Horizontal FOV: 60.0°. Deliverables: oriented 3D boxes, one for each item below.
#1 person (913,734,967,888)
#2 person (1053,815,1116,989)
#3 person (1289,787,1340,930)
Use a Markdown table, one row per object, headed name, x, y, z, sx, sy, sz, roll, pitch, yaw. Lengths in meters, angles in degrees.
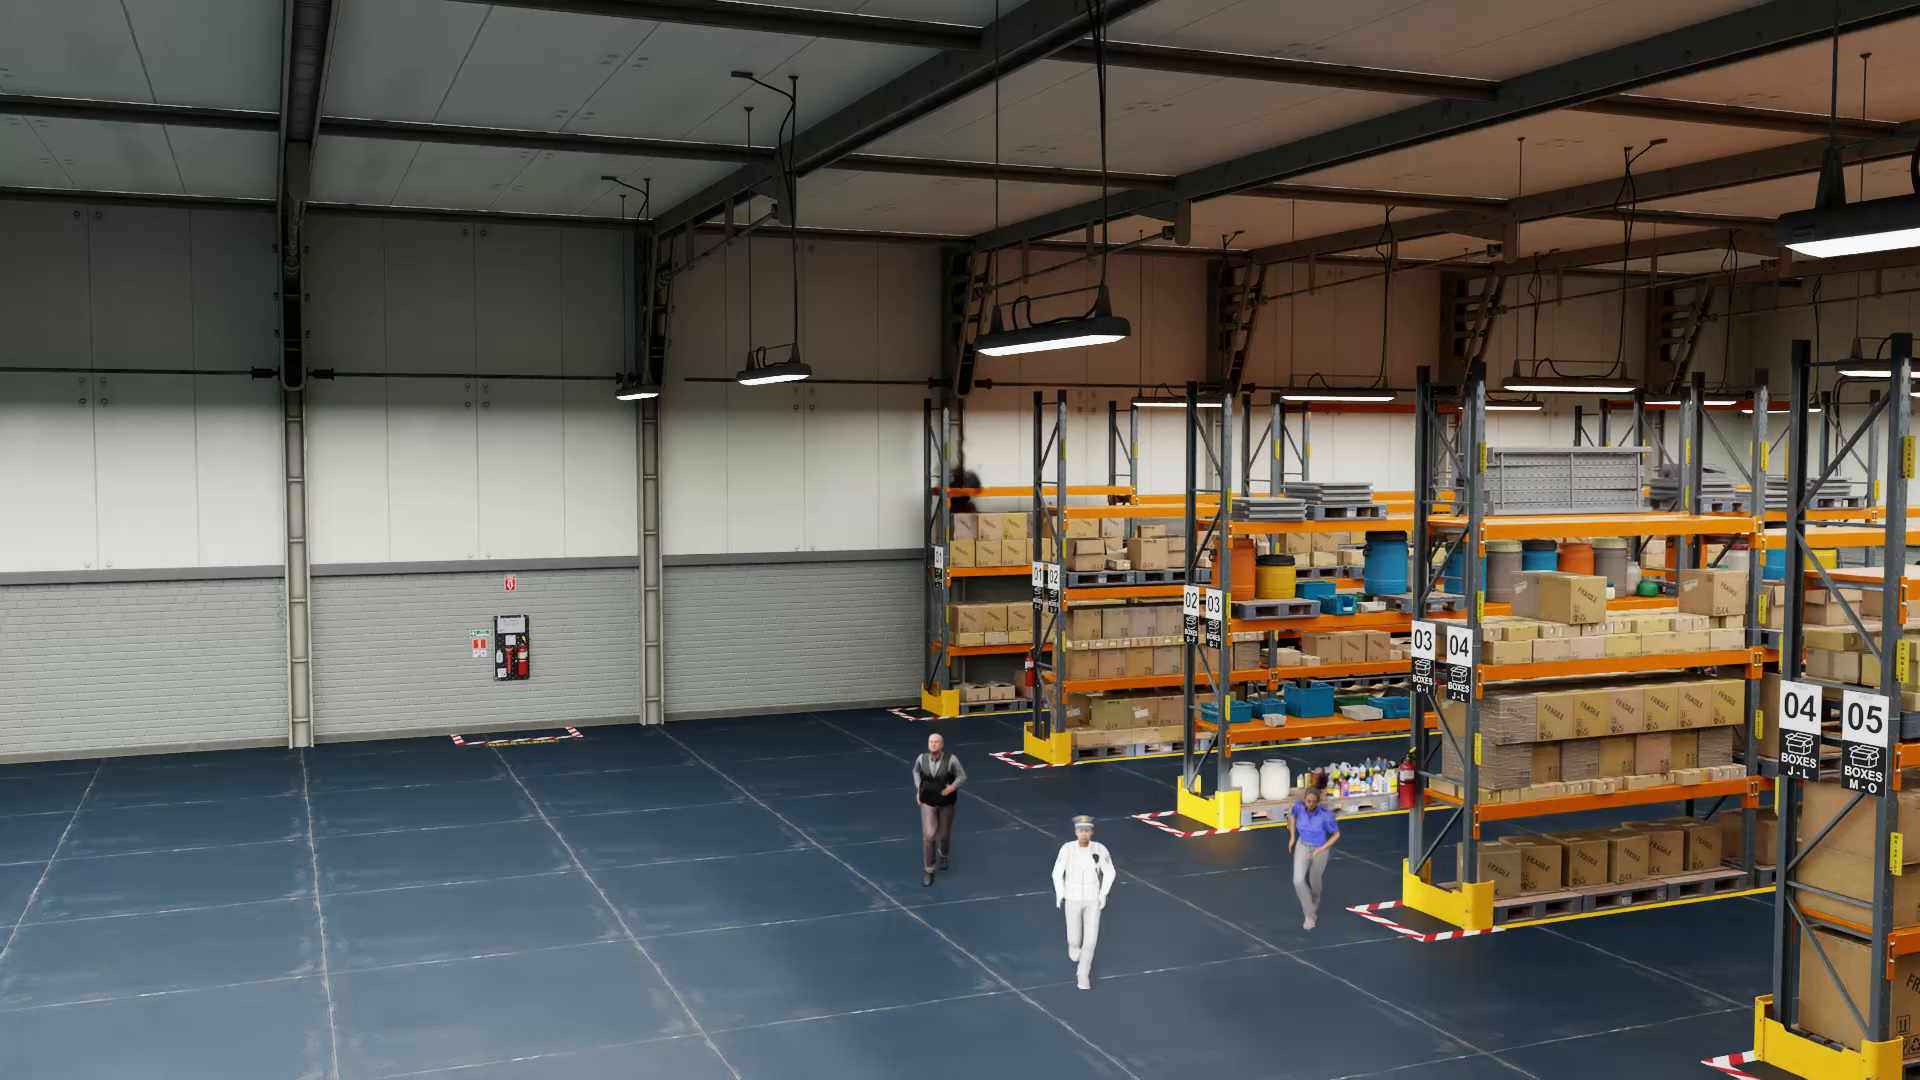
| name | x | y | z | sx | sy | sz | roll | pitch | yaw |
| --- | --- | --- | --- | --- | --- | --- | --- | --- | --- |
| person | -0.240 | 3.141 | 19.629 | 0.656 | 1.758 | 0.837 | 0 | 3 | 4 |
| person | 1.188 | 3.414 | 15.922 | 0.603 | 1.643 | 0.593 | 0 | 3 | 4 |
| person | 3.848 | 3.370 | 17.932 | 0.569 | 1.566 | 0.934 | 2 | 4 | 25 |
